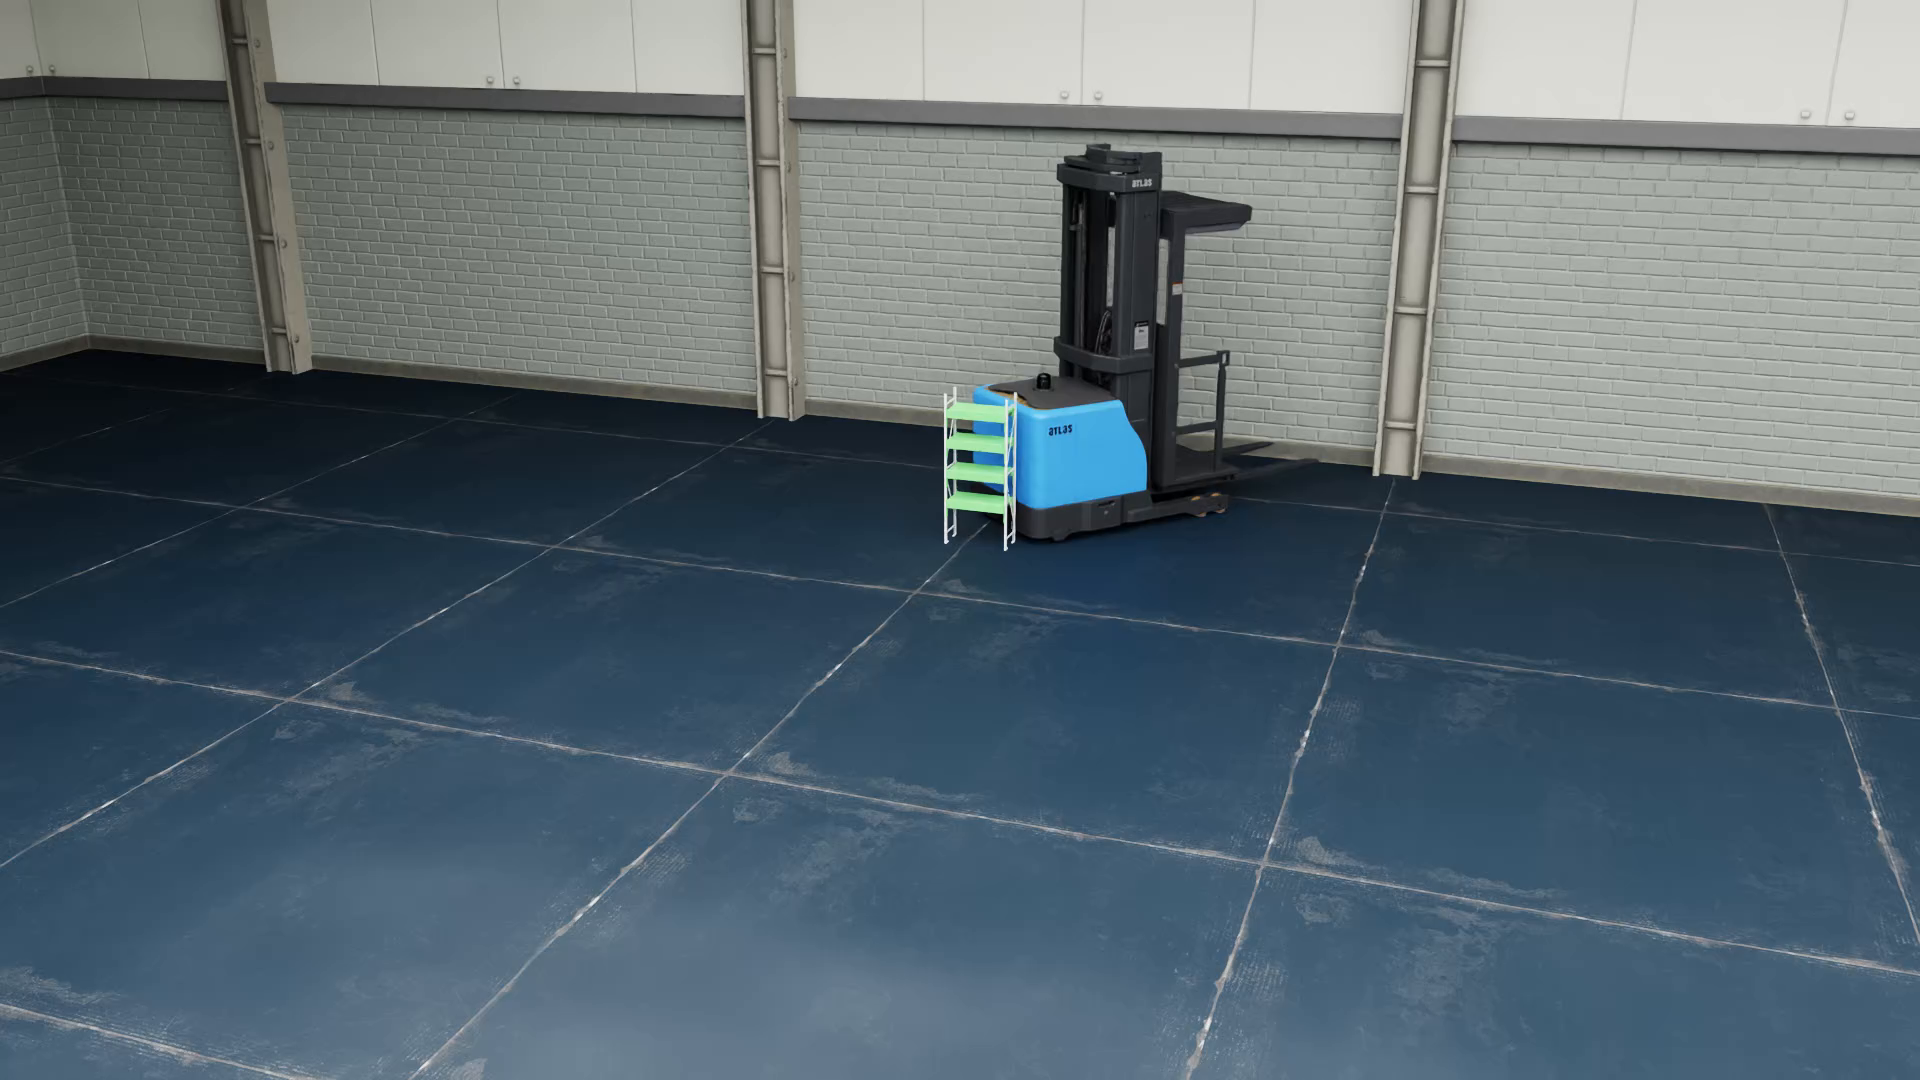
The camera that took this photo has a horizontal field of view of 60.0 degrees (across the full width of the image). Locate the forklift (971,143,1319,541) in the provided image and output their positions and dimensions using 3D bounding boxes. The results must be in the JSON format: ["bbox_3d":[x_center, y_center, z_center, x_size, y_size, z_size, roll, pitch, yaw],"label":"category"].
[{"bbox_3d":[1.628,-1.710,13.528,3.031,2.935,1.130,-11,22,-28],"label":"forklift"}]

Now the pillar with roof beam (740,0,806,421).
[{"bbox_3d":[-3.195,-4.157,11.329,0.400,9.000,9.100,7,20,18],"label":"pillar with roof beam"}]

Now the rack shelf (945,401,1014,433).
[{"bbox_3d":[0.156,-0.942,12.690,0.480,0.148,0.258,7,20,18],"label":"rack shelf"}]

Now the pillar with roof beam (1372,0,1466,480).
[{"bbox_3d":[2.473,-3.508,9.470,0.400,9.000,9.100,7,20,18],"label":"pillar with roof beam"}]

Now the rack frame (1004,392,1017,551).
[{"bbox_3d":[0.387,-0.522,12.752,0.015,1.200,0.240,7,20,18],"label":"rack frame"}]

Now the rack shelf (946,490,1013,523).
[{"bbox_3d":[0.156,-0.262,12.927,0.480,0.148,0.258,7,20,18],"label":"rack shelf"}]

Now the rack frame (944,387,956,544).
[{"bbox_3d":[-0.074,-0.575,12.903,0.015,1.200,0.240,7,20,18],"label":"rack frame"}]

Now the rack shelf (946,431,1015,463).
[{"bbox_3d":[0.156,-0.715,12.769,0.480,0.148,0.258,7,20,18],"label":"rack shelf"}]

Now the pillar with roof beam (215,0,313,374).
[{"bbox_3d":[-8.863,-4.805,13.188,0.400,9.000,9.100,7,20,18],"label":"pillar with roof beam"}]

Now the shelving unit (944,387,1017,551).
[{"bbox_3d":[0.156,-0.549,12.827,0.503,1.200,0.258,7,20,18],"label":"shelving unit"}]

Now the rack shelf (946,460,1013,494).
[{"bbox_3d":[0.156,-0.488,12.848,0.480,0.148,0.258,7,20,18],"label":"rack shelf"}]
